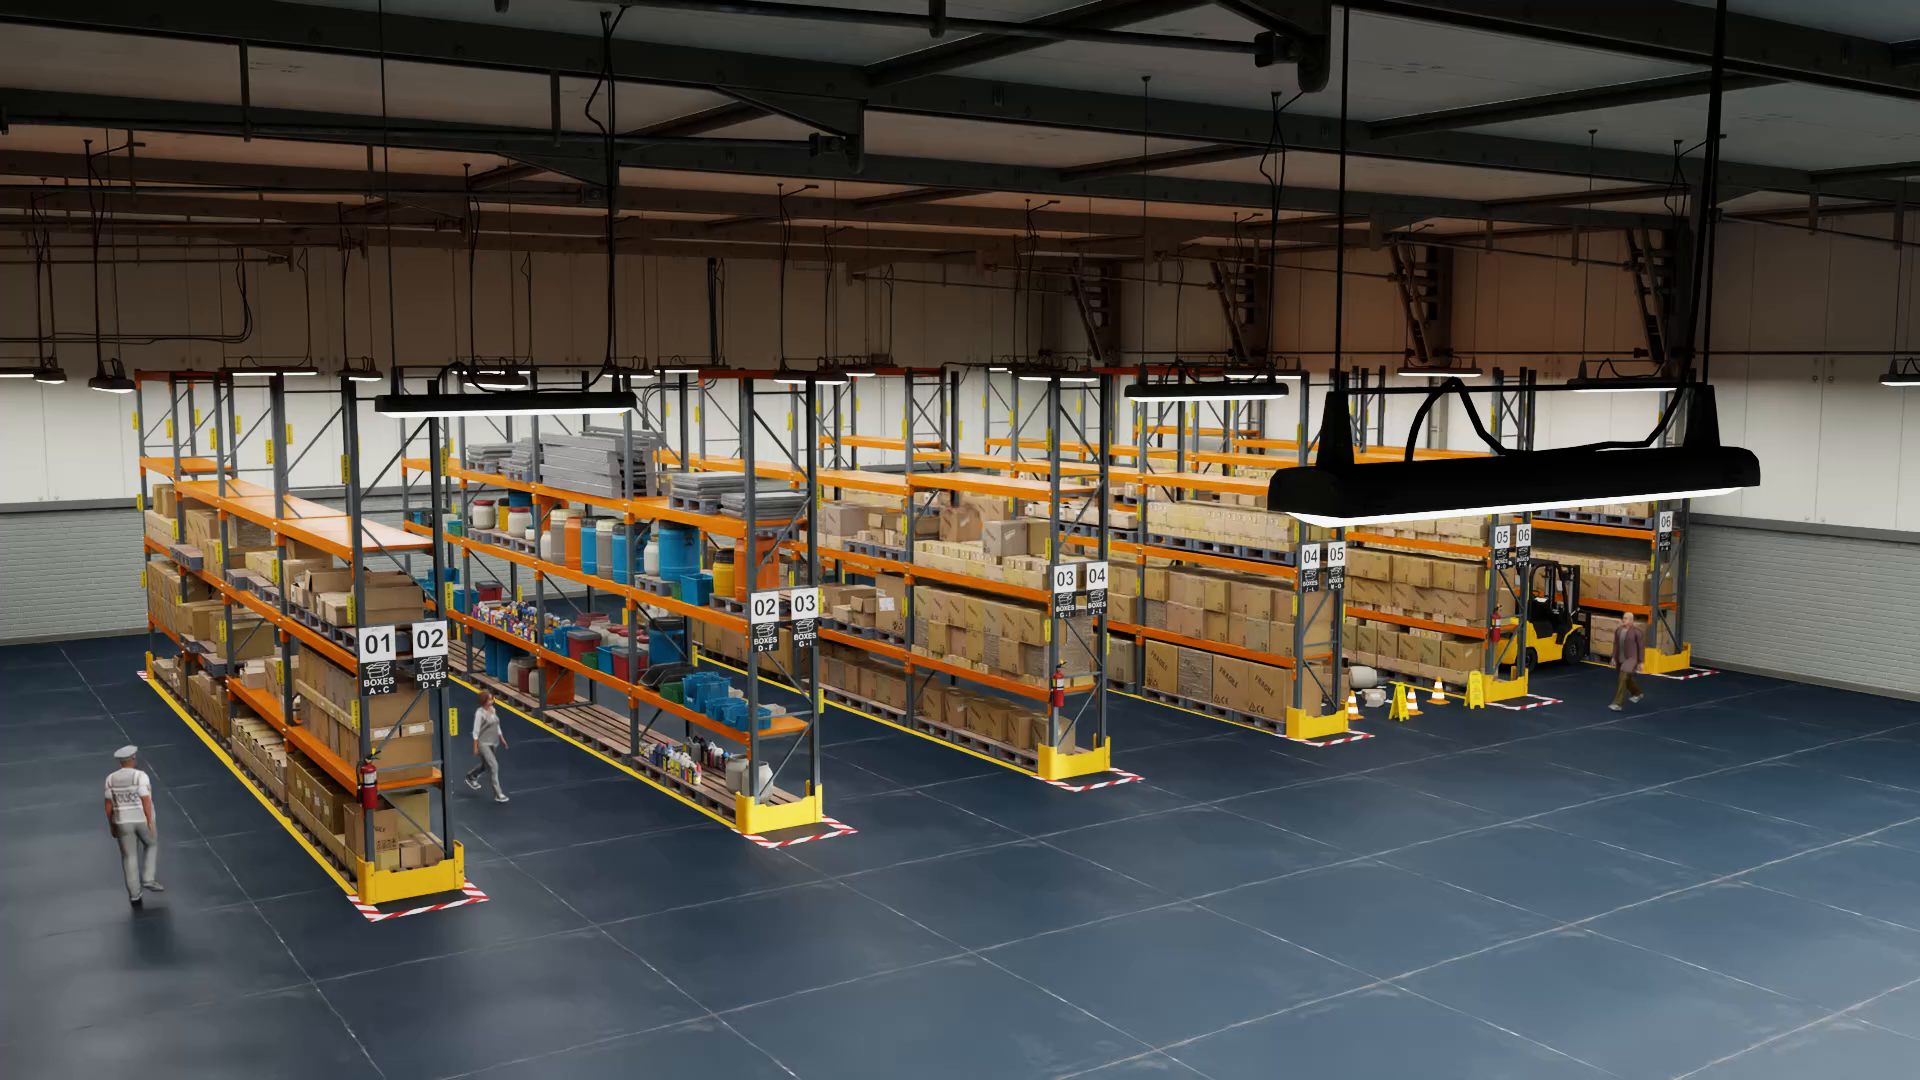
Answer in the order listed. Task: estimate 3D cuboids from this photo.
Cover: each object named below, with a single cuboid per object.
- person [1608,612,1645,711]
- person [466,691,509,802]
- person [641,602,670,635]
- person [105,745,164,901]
[{"bbox_3d":[11.843,2.135,29.516,1.103,1.732,0.578,-4,7,-30],"label":"person"},{"bbox_3d":[-6.727,2.886,23.584,0.980,1.539,0.471,4,7,31],"label":"person"},{"bbox_3d":[-6.182,1.672,33.901,0.663,1.684,0.726,-2,7,-20],"label":"person"},{"bbox_3d":[-9.597,3.281,19.294,0.562,1.768,0.533,-3,7,-23],"label":"person"}]
